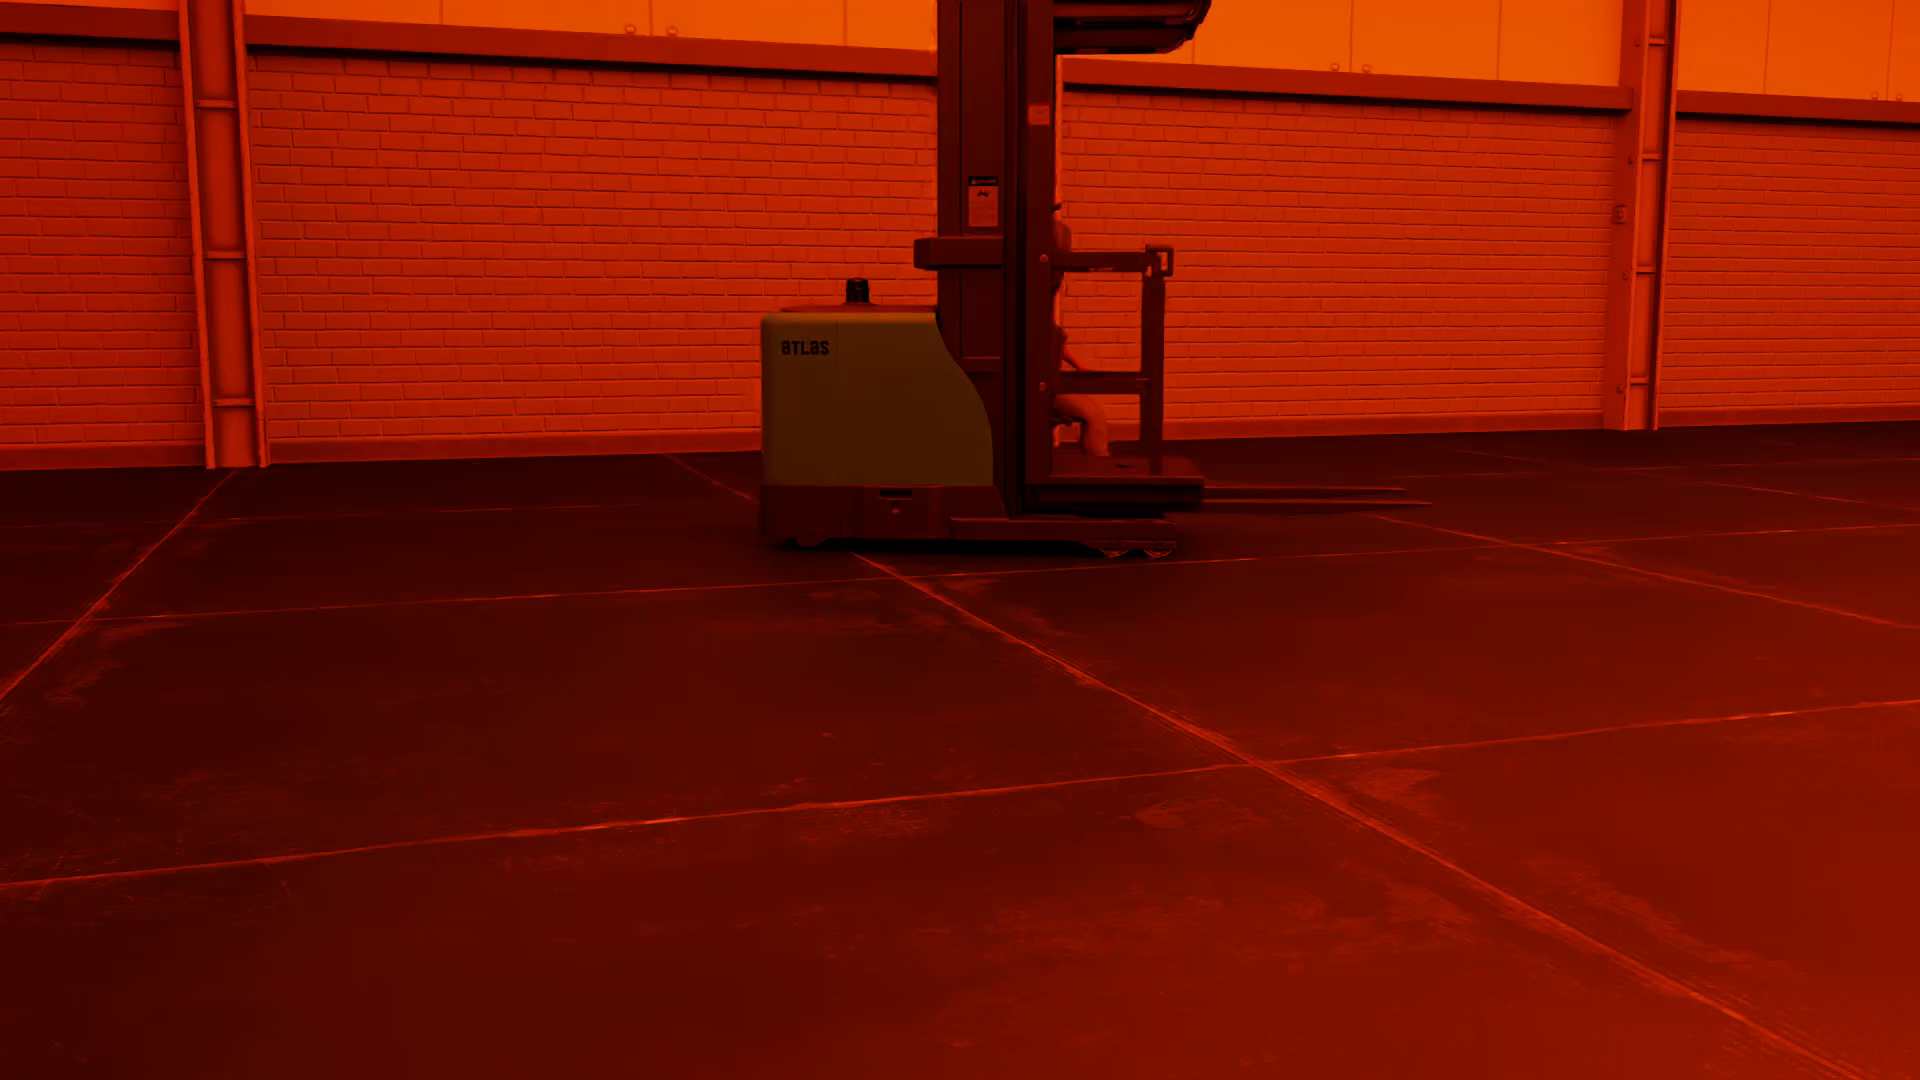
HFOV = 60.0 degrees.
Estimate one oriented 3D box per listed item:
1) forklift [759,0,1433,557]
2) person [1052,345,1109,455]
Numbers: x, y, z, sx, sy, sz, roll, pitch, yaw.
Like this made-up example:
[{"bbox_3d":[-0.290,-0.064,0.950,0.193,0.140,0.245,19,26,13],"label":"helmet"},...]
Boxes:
[{"bbox_3d":[0.631,-1.450,7.706,3.031,2.935,1.130,0,8,4],"label":"forklift"},{"bbox_3d":[0.408,-0.927,9.436,0.887,1.516,0.961,-4,9,-27],"label":"person"}]
